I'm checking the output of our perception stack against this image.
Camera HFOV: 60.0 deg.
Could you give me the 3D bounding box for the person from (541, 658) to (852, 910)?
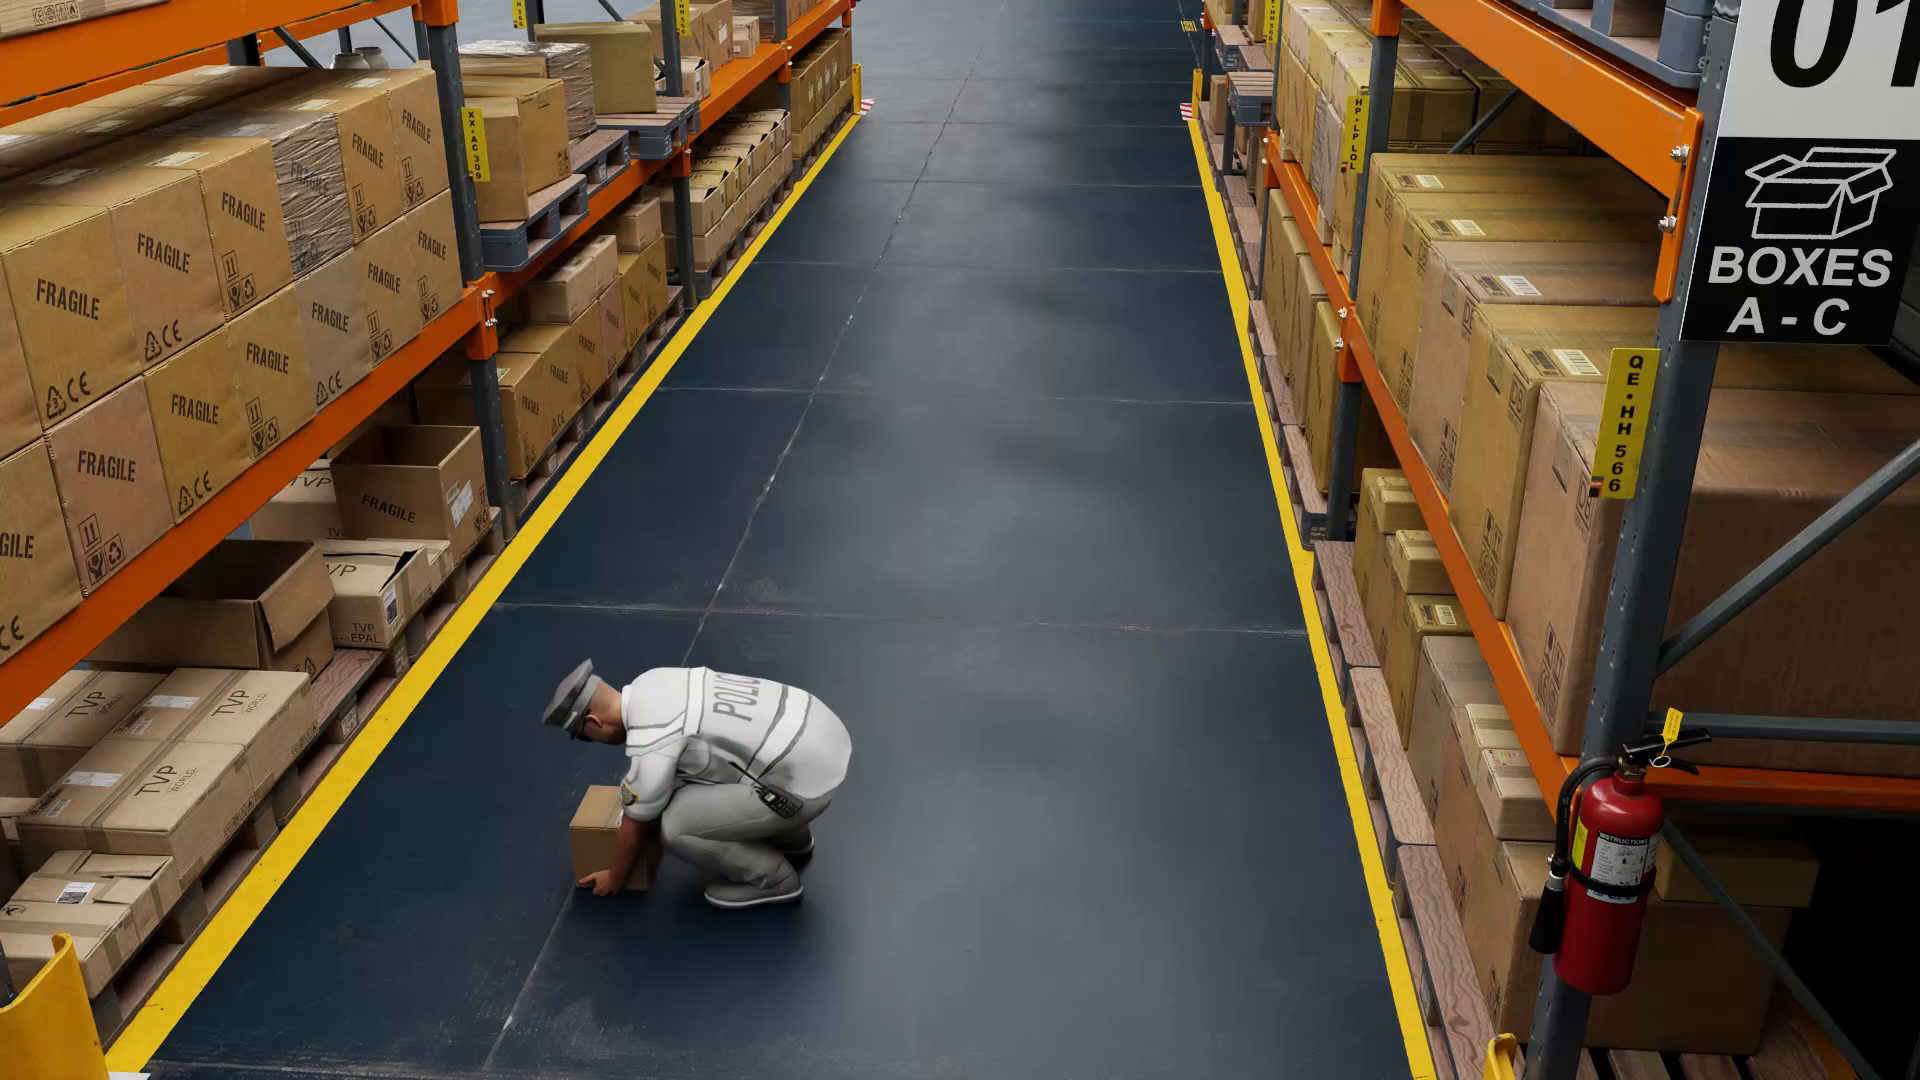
[{"bbox_3d":[-0.862,0.803,5.548,0.994,0.894,0.540,1,24,3],"label":"person"}]
